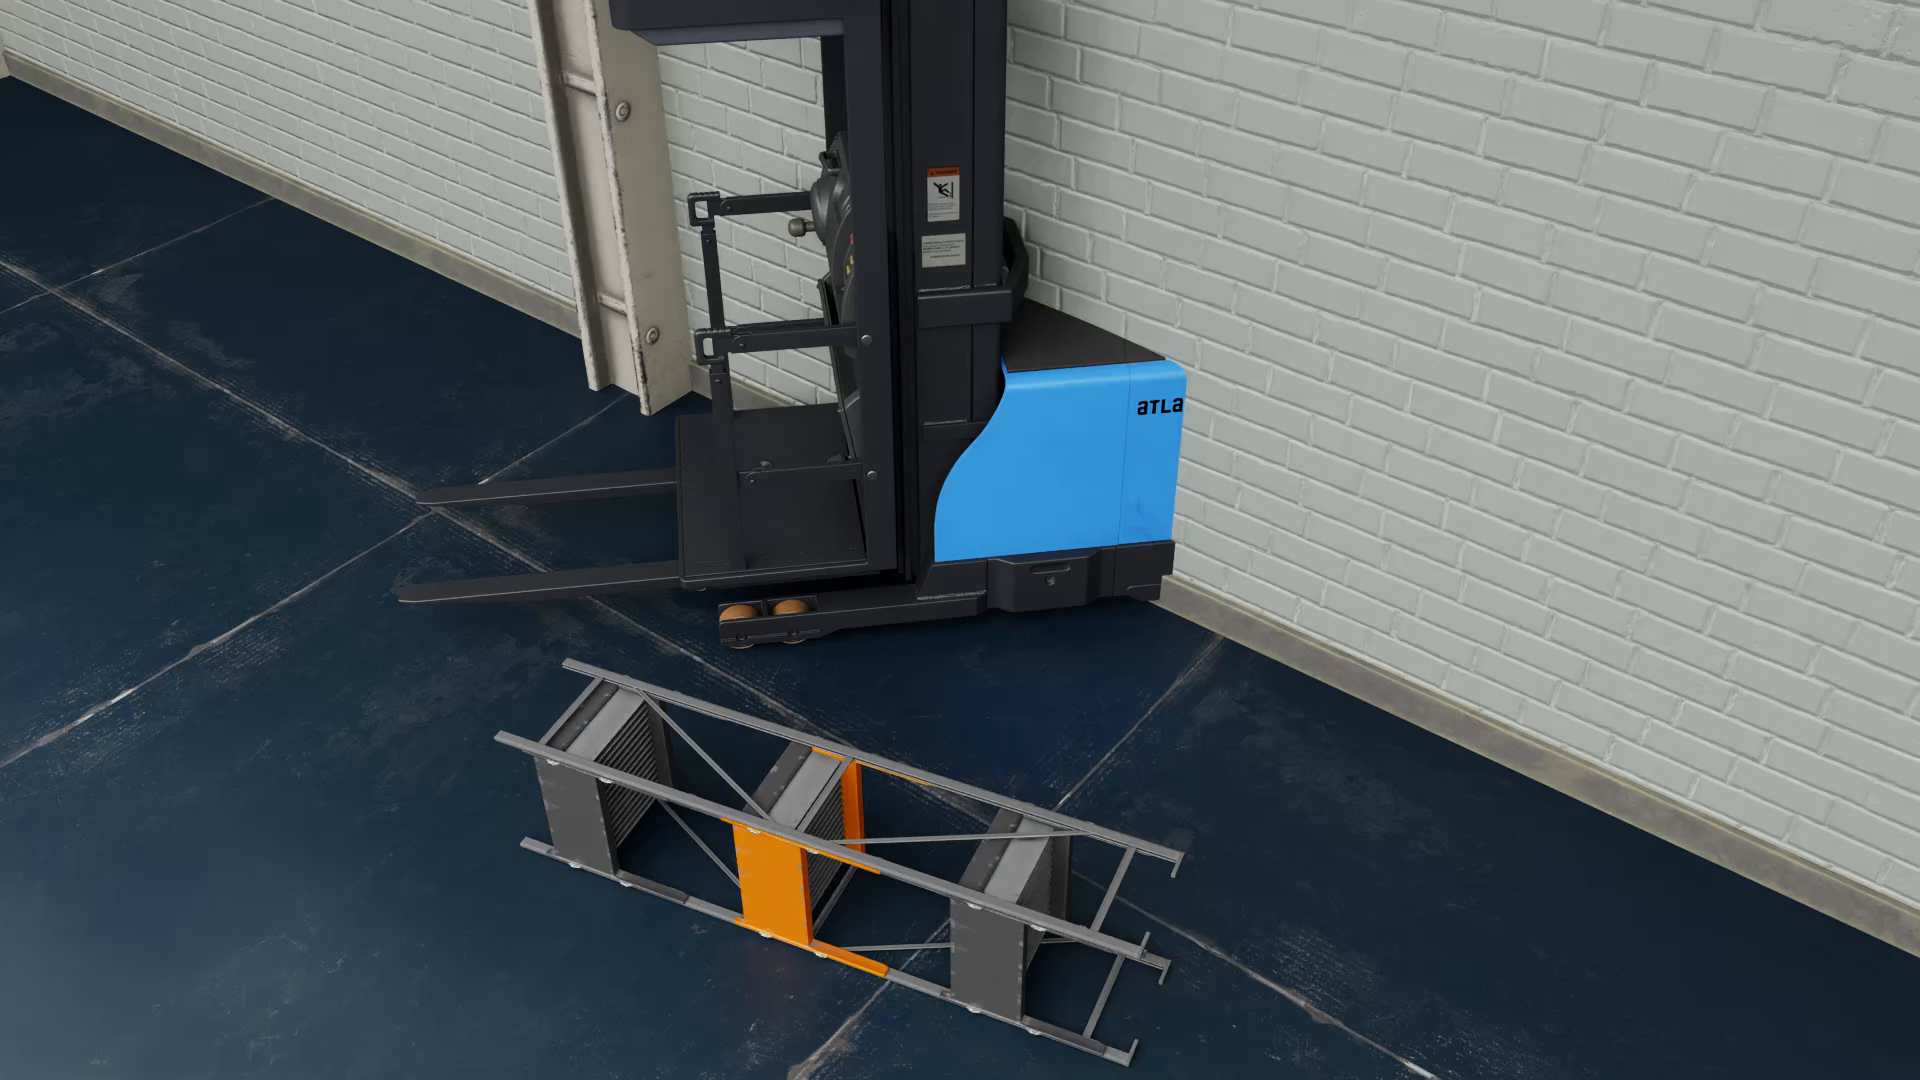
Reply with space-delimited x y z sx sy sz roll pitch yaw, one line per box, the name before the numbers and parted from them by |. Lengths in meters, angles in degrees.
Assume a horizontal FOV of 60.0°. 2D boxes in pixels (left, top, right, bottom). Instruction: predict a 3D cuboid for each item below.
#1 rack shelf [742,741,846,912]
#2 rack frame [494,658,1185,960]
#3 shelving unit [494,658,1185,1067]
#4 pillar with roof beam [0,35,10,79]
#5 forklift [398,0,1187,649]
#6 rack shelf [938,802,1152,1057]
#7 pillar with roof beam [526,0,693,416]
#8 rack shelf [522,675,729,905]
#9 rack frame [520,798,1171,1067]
rack shelf | -0.511 0.922 5.154 0.174 0.457 0.368 15 40 18
rack frame | -0.398 0.760 4.965 2.100 0.015 0.400 15 40 18
shelving unit | -0.398 0.952 5.115 2.100 0.503 0.431 15 40 18
pillar with roof beam | -8.840 -4.387 5.053 0.400 9.000 9.100 25 45 29
forklift | -0.617 -1.097 5.773 3.031 2.935 1.130 -5 38 -7
rack shelf | 0.257 1.127 4.892 0.518 0.480 0.431 15 40 18
pillar with roof beam | -4.074 -2.140 2.183 0.400 9.000 9.100 25 45 29
rack shelf | -1.028 0.784 5.330 0.518 0.480 0.431 15 40 18
rack frame | -0.398 1.144 5.265 2.100 0.015 0.400 15 40 18
